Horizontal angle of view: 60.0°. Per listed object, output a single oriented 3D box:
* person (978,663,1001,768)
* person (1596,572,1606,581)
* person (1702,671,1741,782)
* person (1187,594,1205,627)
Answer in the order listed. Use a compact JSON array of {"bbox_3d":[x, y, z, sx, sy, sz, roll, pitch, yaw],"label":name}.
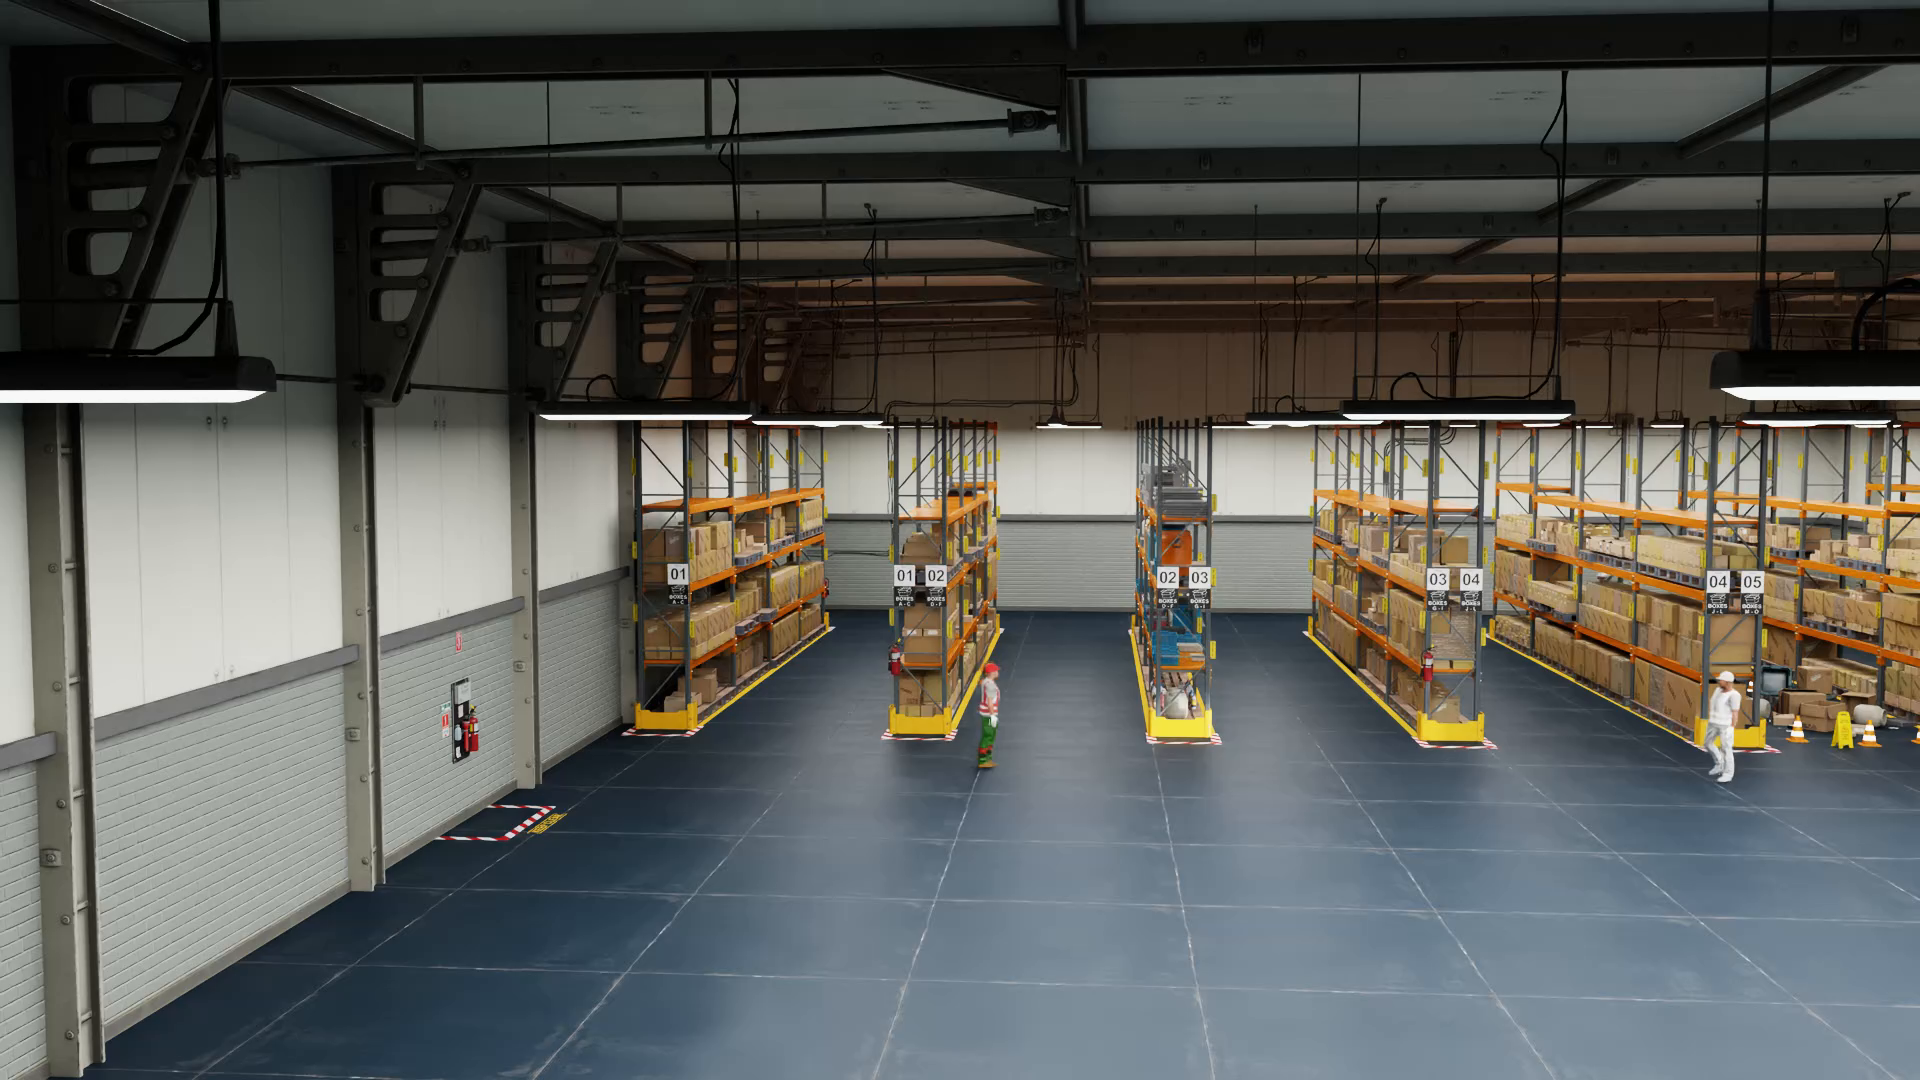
[{"bbox_3d":[0.507,3.002,28.324,0.421,1.817,0.645,-1,4,-8],"label":"person"},{"bbox_3d":[18.235,1.768,47.185,0.866,1.729,0.599,0,4,3],"label":"person"},{"bbox_3d":[12.506,3.036,27.306,0.506,1.784,0.643,-1,4,-22],"label":"person"},{"bbox_3d":[6.949,1.689,48.898,0.511,1.699,0.391,0,4,-6],"label":"person"}]
